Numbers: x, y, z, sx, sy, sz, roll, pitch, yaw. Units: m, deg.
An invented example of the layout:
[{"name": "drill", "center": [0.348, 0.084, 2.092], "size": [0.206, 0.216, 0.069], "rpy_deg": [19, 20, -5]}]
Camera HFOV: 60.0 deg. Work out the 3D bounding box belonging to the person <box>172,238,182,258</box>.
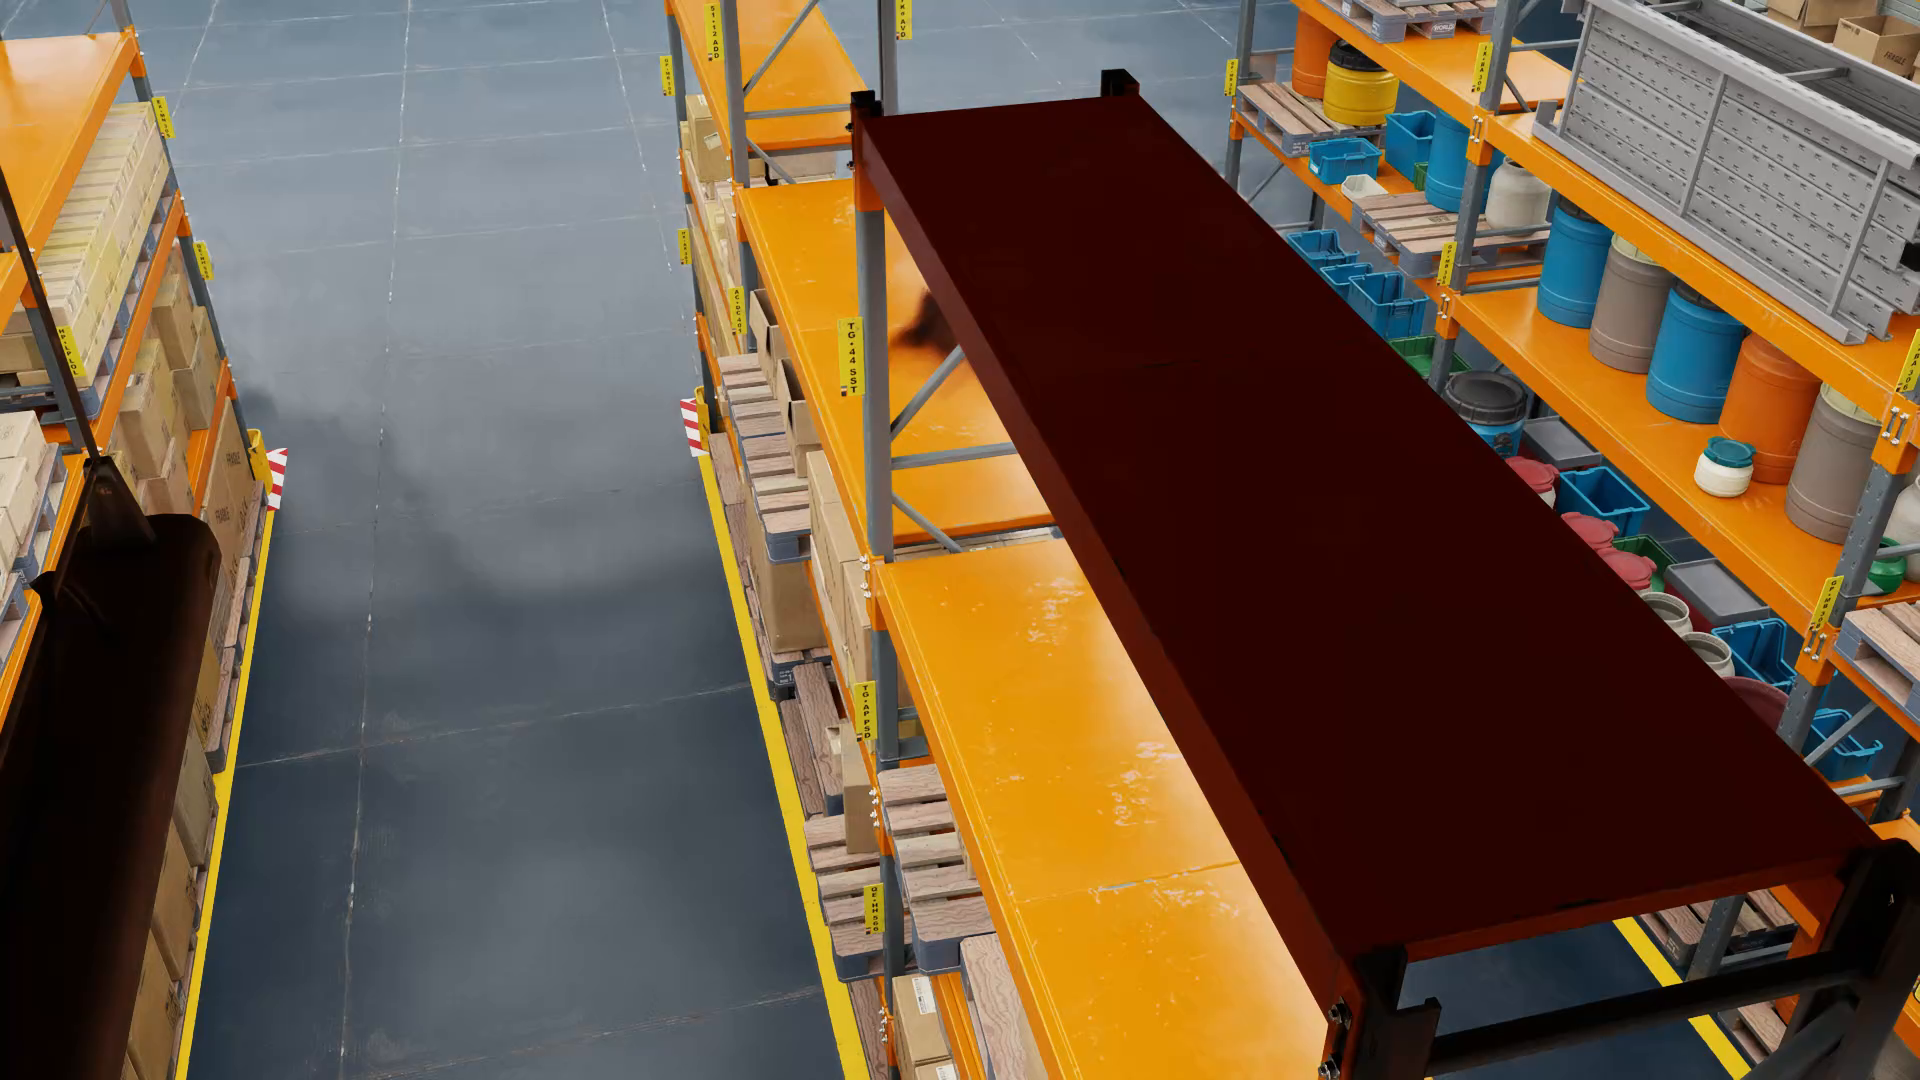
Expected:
[{"name": "person", "center": [-7.875, -2.427, 16.090], "size": [0.744, 1.850, 0.631], "rpy_deg": [15, 37, 21]}]
